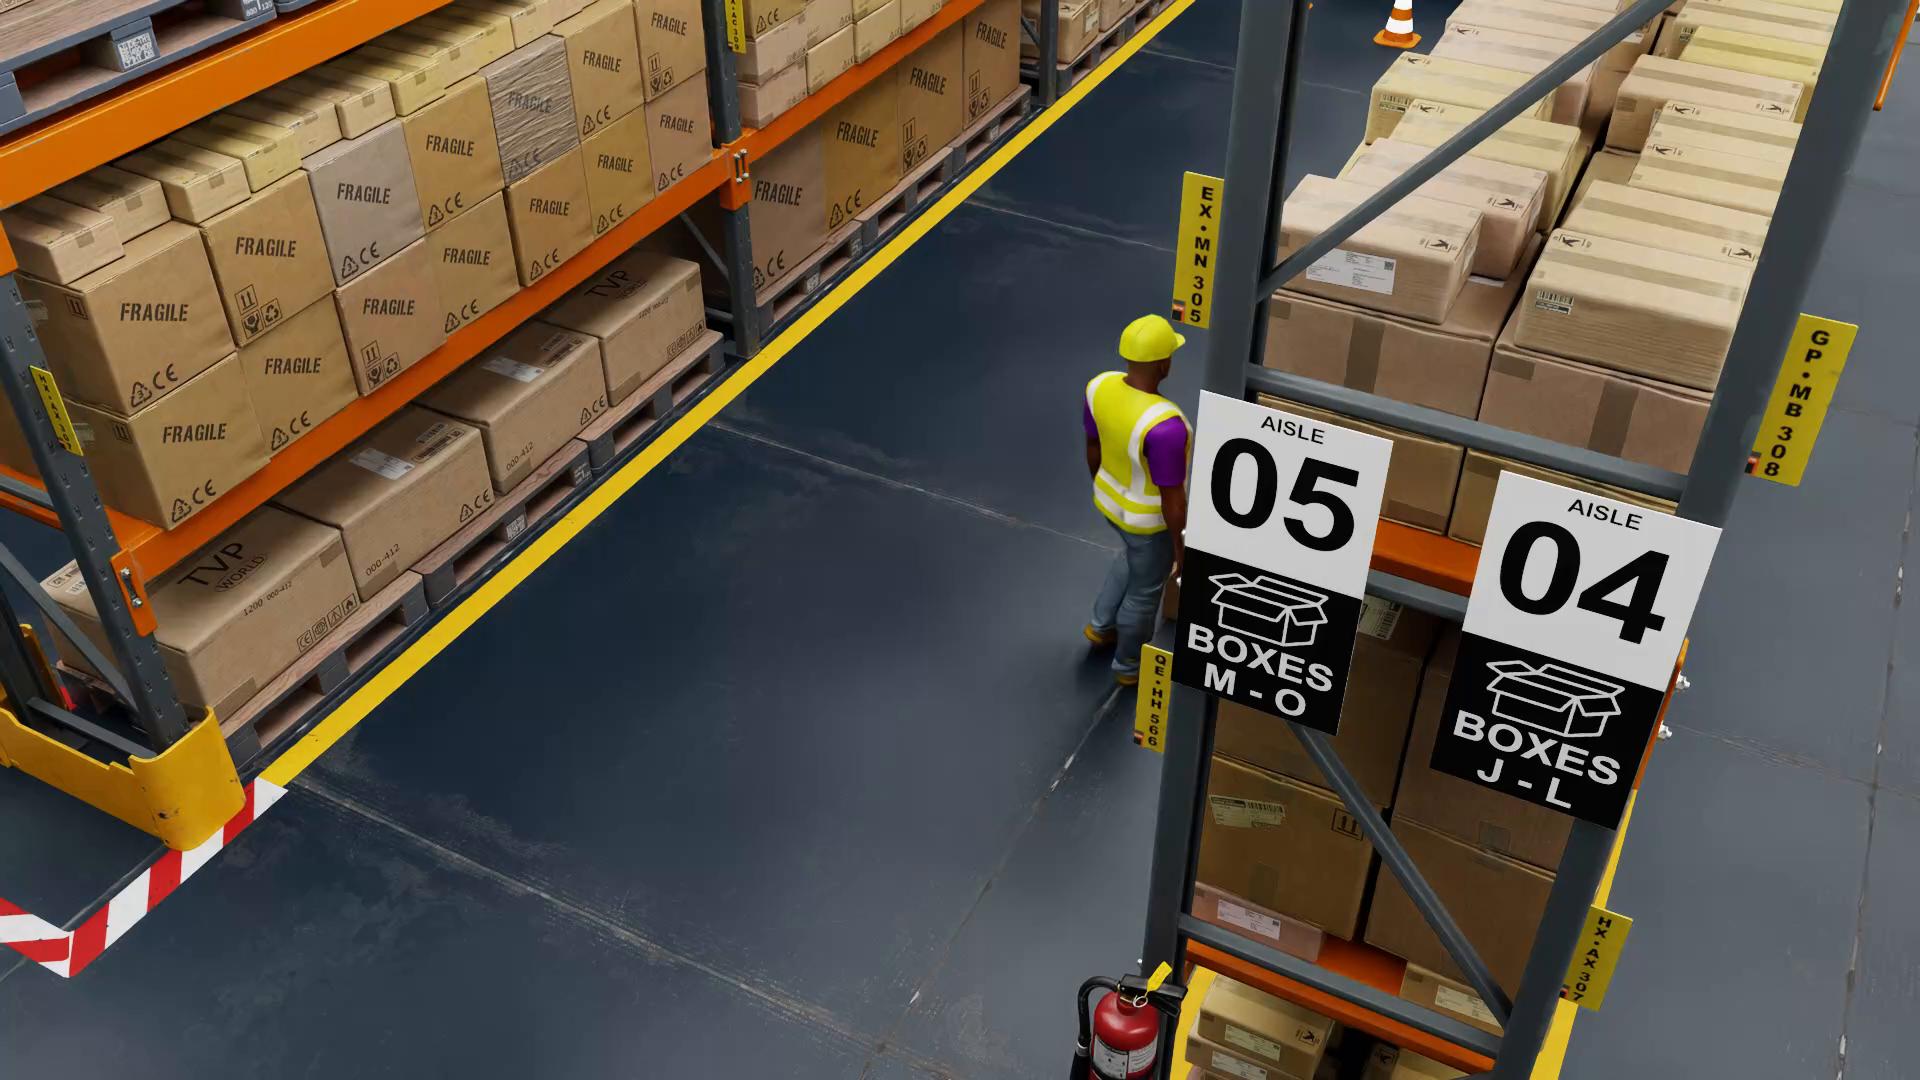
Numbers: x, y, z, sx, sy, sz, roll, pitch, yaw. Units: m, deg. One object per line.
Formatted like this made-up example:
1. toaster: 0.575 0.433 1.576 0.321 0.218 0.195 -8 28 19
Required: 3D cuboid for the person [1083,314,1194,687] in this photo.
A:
1. person: 0.778 -0.131 6.881 0.425 1.769 0.612 -18 41 -22
